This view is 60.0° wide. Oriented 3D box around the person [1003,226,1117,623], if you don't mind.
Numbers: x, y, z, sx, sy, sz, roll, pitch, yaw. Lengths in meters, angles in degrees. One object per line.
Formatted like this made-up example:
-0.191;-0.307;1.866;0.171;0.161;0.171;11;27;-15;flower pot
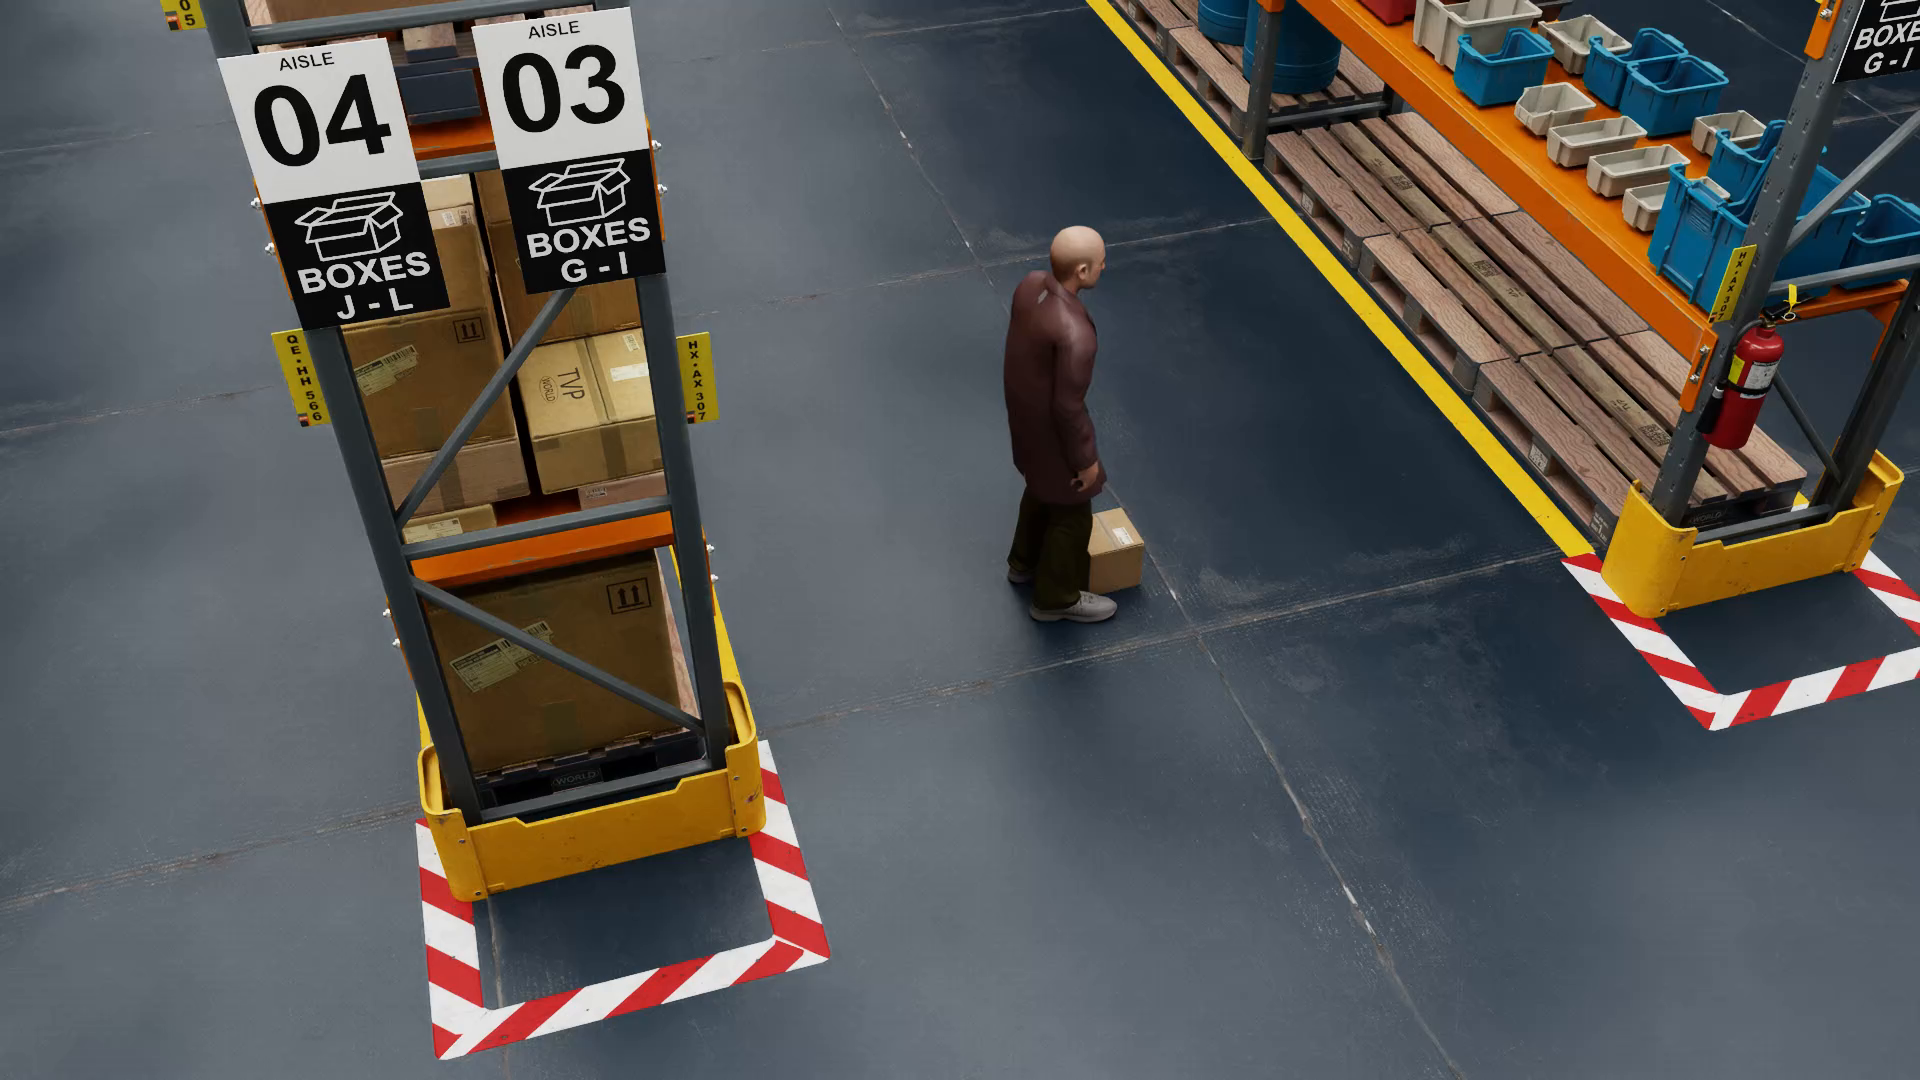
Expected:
0.396;-0.458;6.686;0.427;1.773;0.640;-12;43;-13;person
